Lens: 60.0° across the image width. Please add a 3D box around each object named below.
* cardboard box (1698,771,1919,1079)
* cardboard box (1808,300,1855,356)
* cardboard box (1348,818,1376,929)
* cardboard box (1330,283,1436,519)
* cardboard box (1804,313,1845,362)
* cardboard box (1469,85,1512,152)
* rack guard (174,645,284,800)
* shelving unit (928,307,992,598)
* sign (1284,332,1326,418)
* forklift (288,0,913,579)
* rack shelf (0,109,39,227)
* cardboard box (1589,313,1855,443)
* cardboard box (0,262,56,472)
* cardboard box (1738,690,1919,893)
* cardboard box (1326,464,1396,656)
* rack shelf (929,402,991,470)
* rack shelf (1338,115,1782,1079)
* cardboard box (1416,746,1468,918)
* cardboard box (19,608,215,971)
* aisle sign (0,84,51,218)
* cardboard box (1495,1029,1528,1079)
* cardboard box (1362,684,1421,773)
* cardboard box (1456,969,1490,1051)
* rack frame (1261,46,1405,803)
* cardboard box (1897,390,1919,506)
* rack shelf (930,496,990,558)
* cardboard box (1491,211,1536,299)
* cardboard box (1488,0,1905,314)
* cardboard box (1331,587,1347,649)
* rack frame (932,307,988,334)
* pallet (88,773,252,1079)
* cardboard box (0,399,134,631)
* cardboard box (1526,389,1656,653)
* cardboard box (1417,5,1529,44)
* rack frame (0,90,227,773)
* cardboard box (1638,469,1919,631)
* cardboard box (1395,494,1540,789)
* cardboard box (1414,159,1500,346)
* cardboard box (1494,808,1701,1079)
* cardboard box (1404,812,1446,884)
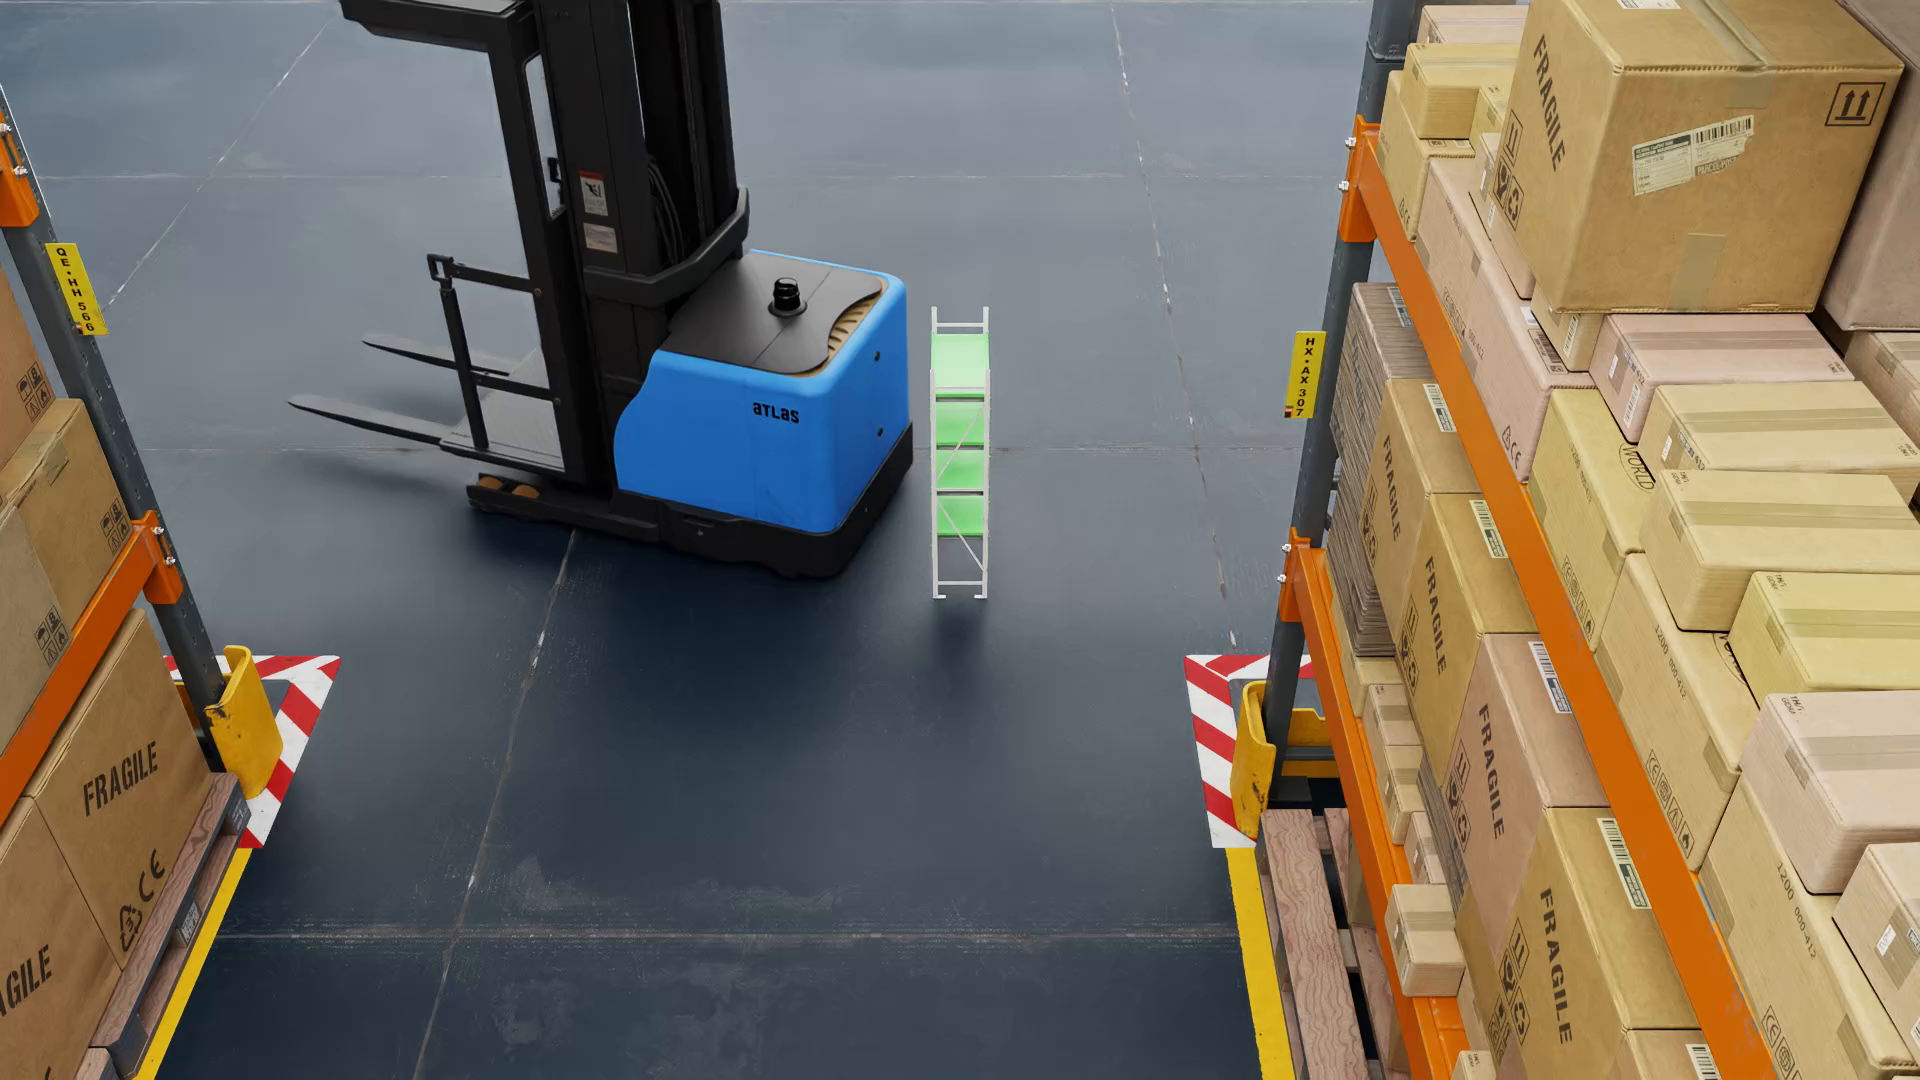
[{"bbox_3d":[1.400,0.590,2.336,0.500,0.250,0.500,1,39,1],"label":"cardboard box"},{"bbox_3d":[1.954,-0.468,3.338,0.380,0.149,0.250,-2,39,-2],"label":"cardboard box"},{"bbox_3d":[1.631,1.014,5.749,0.500,0.500,0.500,7,39,8],"label":"cardboard box"},{"bbox_3d":[1.375,-0.389,4.719,0.500,0.500,0.500,0,39,0],"label":"cardboard box"},{"bbox_3d":[1.897,-0.366,3.529,0.500,0.250,0.500,1,39,1],"label":"cardboard box"},{"bbox_3d":[1.443,-0.963,3.956,0.380,0.149,0.250,-1,39,-1],"label":"cardboard box"},{"bbox_3d":[-3.313,0.713,6.461,1.175,0.500,0.348,0,39,0],"label":"rack guard"},{"bbox_3d":[0.000,-0.365,7.246,0.258,1.200,0.503,0,39,0],"label":"shelving unit"},{"bbox_3d":[1.104,-0.525,5.315,0.100,0.325,0.005,0,39,0],"label":"sign"},{"bbox_3d":[-1.802,-1.532,7.317,3.031,2.935,1.130,13,40,15],"label":"forklift"},{"bbox_3d":[-3.311,0.113,3.386,1.077,0.370,4.000,0,39,0],"label":"rack shelf"},{"bbox_3d":[1.430,-0.314,3.145,0.380,0.149,0.250,0,39,-1],"label":"cardboard box"},{"bbox_3d":[-3.351,-0.495,4.986,0.875,0.550,0.550,0,39,0],"label":"cardboard box"},{"bbox_3d":[1.340,0.346,2.322,0.380,0.149,0.250,-1,39,-1],"label":"cardboard box"},{"bbox_3d":[1.620,0.001,5.032,0.875,0.500,0.500,0,39,0],"label":"cardboard box"},{"bbox_3d":[0.000,-0.502,7.135,0.258,0.148,0.480,0,39,0],"label":"rack shelf"},{"bbox_3d":[1.649,0.173,3.312,1.077,0.370,4.000,0,39,0],"label":"rack shelf"},{"bbox_3d":[1.698,0.626,4.252,0.875,0.500,0.500,0,39,0],"label":"cardboard box"},{"bbox_3d":[-3.246,0.842,5.664,0.875,0.875,0.875,0,39,0],"label":"cardboard box"},{"bbox_3d":[-3.013,-1.307,4.903,0.394,0.787,0.004,0,39,0],"label":"aisle sign"},{"bbox_3d":[1.646,1.252,3.472,0.875,0.500,0.500,0,39,0],"label":"cardboard box"},{"bbox_3d":[1.396,0.558,4.857,0.380,0.149,0.250,0,39,0],"label":"cardboard box"},{"bbox_3d":[1.447,1.183,4.076,0.380,0.149,0.250,0,39,0],"label":"cardboard box"},{"bbox_3d":[1.647,-0.188,5.586,1.000,3.000,0.127,0,39,0],"label":"rack frame"},{"bbox_3d":[1.886,-0.134,2.921,0.380,0.149,0.250,1,39,1],"label":"cardboard box"},{"bbox_3d":[0.000,-0.128,7.436,0.258,0.148,0.480,0,39,0],"label":"rack shelf"},{"bbox_3d":[1.368,-0.641,3.553,0.380,0.149,0.250,0,39,0],"label":"cardboard box"},{"bbox_3d":[1.379,-0.780,3.208,0.500,0.500,0.500,0,39,0],"label":"cardboard box"},{"bbox_3d":[1.390,0.245,5.247,0.380,0.149,0.250,0,39,0],"label":"cardboard box"},{"bbox_3d":[0.000,-0.517,7.436,0.240,1.200,0.015,0,39,0],"label":"rack frame"},{"bbox_3d":[-3.234,1.341,5.908,1.003,0.211,1.213,0,39,0],"label":"pallet"},{"bbox_3d":[-3.267,-0.074,5.324,0.875,0.550,0.550,0,39,0],"label":"cardboard box"},{"bbox_3d":[1.398,-0.041,3.123,0.500,0.250,0.500,1,39,1],"label":"cardboard box"},{"bbox_3d":[1.416,-1.283,4.355,0.380,0.149,0.250,0,39,0],"label":"cardboard box"},{"bbox_3d":[-3.313,-0.248,5.660,1.000,3.000,0.127,0,39,0],"label":"rack frame"},{"bbox_3d":[1.356,0.019,2.730,0.380,0.149,0.250,2,39,2],"label":"cardboard box"},{"bbox_3d":[1.371,0.236,3.939,0.500,0.500,0.500,0,39,0],"label":"cardboard box"},{"bbox_3d":[1.396,-0.676,3.916,0.500,0.250,0.500,-1,39,-1],"label":"cardboard box"},{"bbox_3d":[1.374,0.862,3.159,0.500,0.500,0.500,0,39,0],"label":"cardboard box"},{"bbox_3d":[1.417,0.870,4.466,0.380,0.149,0.250,0,39,0],"label":"cardboard box"}]
